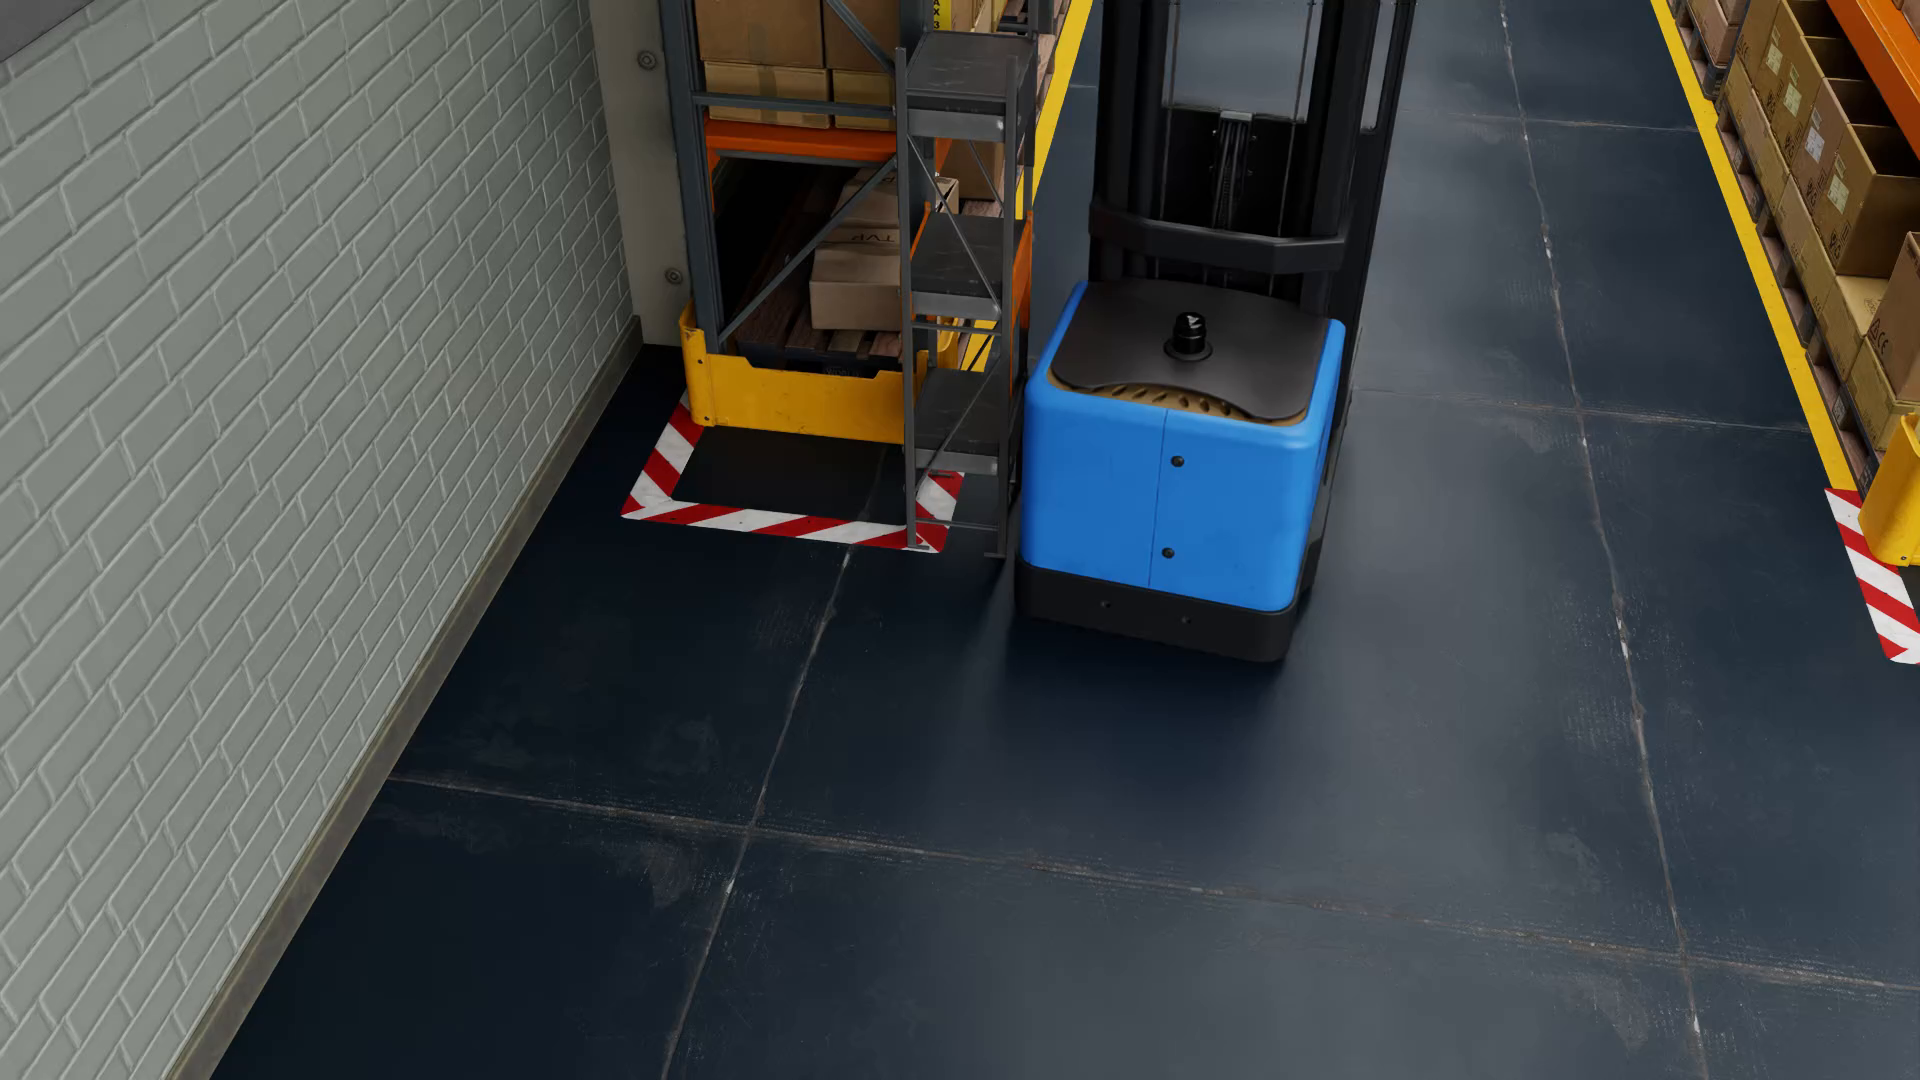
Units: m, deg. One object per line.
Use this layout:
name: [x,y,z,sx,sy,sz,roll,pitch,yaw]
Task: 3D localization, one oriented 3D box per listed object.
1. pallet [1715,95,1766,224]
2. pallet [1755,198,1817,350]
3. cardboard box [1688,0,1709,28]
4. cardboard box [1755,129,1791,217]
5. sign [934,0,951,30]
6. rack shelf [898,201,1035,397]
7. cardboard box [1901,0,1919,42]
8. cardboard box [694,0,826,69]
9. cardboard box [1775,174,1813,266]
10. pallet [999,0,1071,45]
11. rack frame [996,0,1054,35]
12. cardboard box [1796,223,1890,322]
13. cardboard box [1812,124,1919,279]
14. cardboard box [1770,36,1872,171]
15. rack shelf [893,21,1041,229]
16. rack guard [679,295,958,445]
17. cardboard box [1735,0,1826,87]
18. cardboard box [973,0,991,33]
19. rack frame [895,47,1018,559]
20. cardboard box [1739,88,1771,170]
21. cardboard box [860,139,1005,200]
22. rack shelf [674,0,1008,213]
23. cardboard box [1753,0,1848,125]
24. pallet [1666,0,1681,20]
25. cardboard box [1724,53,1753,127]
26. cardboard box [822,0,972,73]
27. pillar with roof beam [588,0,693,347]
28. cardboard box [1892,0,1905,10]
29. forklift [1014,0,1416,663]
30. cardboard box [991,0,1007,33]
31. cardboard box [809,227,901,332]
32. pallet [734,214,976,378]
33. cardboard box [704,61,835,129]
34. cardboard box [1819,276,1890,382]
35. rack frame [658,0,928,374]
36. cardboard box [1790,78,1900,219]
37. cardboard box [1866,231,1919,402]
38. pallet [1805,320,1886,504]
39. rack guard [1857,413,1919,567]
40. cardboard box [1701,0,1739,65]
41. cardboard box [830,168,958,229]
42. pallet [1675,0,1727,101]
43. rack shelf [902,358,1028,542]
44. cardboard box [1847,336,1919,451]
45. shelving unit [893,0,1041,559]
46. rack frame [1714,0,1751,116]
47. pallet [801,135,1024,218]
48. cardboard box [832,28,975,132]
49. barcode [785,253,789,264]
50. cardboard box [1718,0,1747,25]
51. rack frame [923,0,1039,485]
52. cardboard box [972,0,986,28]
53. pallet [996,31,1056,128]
pallet: [4.775,-2.065,9.082,1.003,0.211,1.213,6,40,8]
pallet: [4.566,-1.297,8.153,1.003,0.211,1.213,6,40,8]
cardboard box: [4.829,-3.346,10.271,0.500,0.250,0.500,6,40,7]
cardboard box: [4.392,-1.852,8.464,0.500,0.250,0.500,6,40,8]
sign: [-0.084,-1.942,6.065,0.100,0.325,0.005,6,40,8]
rack shelf: [0.029,-0.903,6.215,0.431,0.518,0.480,6,40,8]
cardboard box: [4.620,-2.426,7.251,0.700,0.500,0.500,8,40,9]
cardboard box: [-0.746,-2.226,6.602,0.500,0.500,0.500,6,40,7]
cardboard box: [4.311,-1.538,8.084,0.500,0.250,0.500,6,40,8]
pallet: [0.207,-3.592,10.929,1.003,0.211,1.213,6,40,8]
rack frame: [0.074,-4.178,9.449,1.000,3.000,0.127,6,40,8]
cardboard box: [4.223,-1.224,7.705,0.500,0.250,0.500,6,40,8]
cardboard box: [4.220,-1.513,7.466,0.500,0.500,0.500,6,40,8]
cardboard box: [4.392,-2.141,8.225,0.500,0.500,0.500,6,40,8]
rack shelf: [0.029,-1.442,5.769,0.431,0.518,0.480,6,40,8]
rack guard: [-0.605,-0.752,7.267,1.175,0.500,0.348,6,40,8]
cardboard box: [4.565,-2.769,8.985,0.500,0.500,0.500,6,40,8]
cardboard box: [-0.145,-2.216,7.178,0.500,0.250,0.500,5,40,6]
rack frame: [-0.013,-0.760,6.021,0.400,2.100,0.015,6,40,8]
cardboard box: [4.483,-2.165,8.843,0.500,0.250,0.500,6,40,8]
cardboard box: [-0.135,-2.111,8.565,0.700,0.500,0.500,4,40,5]
rack shelf: [-0.272,-2.646,8.160,1.077,0.370,4.000,6,40,8]
cardboard box: [4.486,-2.454,8.604,0.500,0.500,0.500,6,40,8]
pallet: [5.251,-3.794,11.173,1.003,0.211,1.213,6,40,8]
cardboard box: [4.575,-2.479,9.222,0.500,0.250,0.500,6,40,8]
cardboard box: [-0.240,-2.173,6.538,0.500,0.500,0.500,6,40,8]
pillar with roof beam: [2.891,-4.040,4.574,9.100,9.000,0.400,6,40,8]
cardboard box: [4.707,-2.747,7.640,0.700,0.500,0.500,7,40,8]
forklift: [1.123,-1.627,6.418,1.130,2.935,3.031,11,41,13]
cardboard box: [-0.051,-2.535,7.564,0.500,0.250,0.500,6,40,7]
cardboard box: [-0.410,-1.225,7.643,0.500,0.311,0.500,2,40,3]
pallet: [-0.430,-1.147,7.971,1.003,0.211,1.213,6,40,8]
cardboard box: [-0.728,-1.932,6.835,0.500,0.250,0.500,7,40,8]
cardboard box: [4.138,-0.910,7.325,0.500,0.250,0.500,6,40,8]
rack frame: [-0.618,-1.668,6.413,1.000,3.000,0.127,6,40,8]
cardboard box: [4.307,-1.827,7.846,0.500,0.500,0.500,6,40,8]
cardboard box: [4.061,-0.884,6.705,0.500,0.500,0.500,6,40,8]
pallet: [4.352,-0.534,7.230,1.003,0.211,1.213,6,40,8]
rack guard: [4.257,-0.145,6.533,1.175,0.500,0.348,6,40,8]
cardboard box: [4.740,-3.028,9.887,0.500,0.250,0.500,6,40,7]
cardboard box: [-0.311,-1.583,8.075,0.500,0.311,0.500,10,41,11]
pallet: [5.043,-3.026,10.244,1.003,0.211,1.213,6,40,8]
rack shelf: [0.029,-0.363,6.661,0.431,0.518,0.480,6,40,8]
cardboard box: [4.063,-0.595,6.944,0.500,0.250,0.500,6,40,8]
shelving unit: [0.029,-0.913,6.206,0.431,2.100,0.503,6,40,8]
rack frame: [4.954,-3.634,8.791,1.000,3.000,0.127,6,40,8]
pallet: [-0.216,-1.910,8.894,1.003,0.211,1.213,6,40,8]
cardboard box: [-0.221,-1.889,6.782,0.500,0.250,0.500,5,40,6]
barcode: [-0.801,-1.284,7.707,0.001,0.075,0.075,6,40,8]
cardboard box: [4.741,-3.238,9.701,0.500,0.311,0.500,6,40,8]
rack frame: [0.071,-1.066,6.392,0.400,2.100,0.015,6,40,8]
cardboard box: [-0.144,-2.482,6.912,0.500,0.500,0.500,7,40,8]
pallet: [-0.007,-2.678,9.823,1.003,0.211,1.213,6,40,8]
